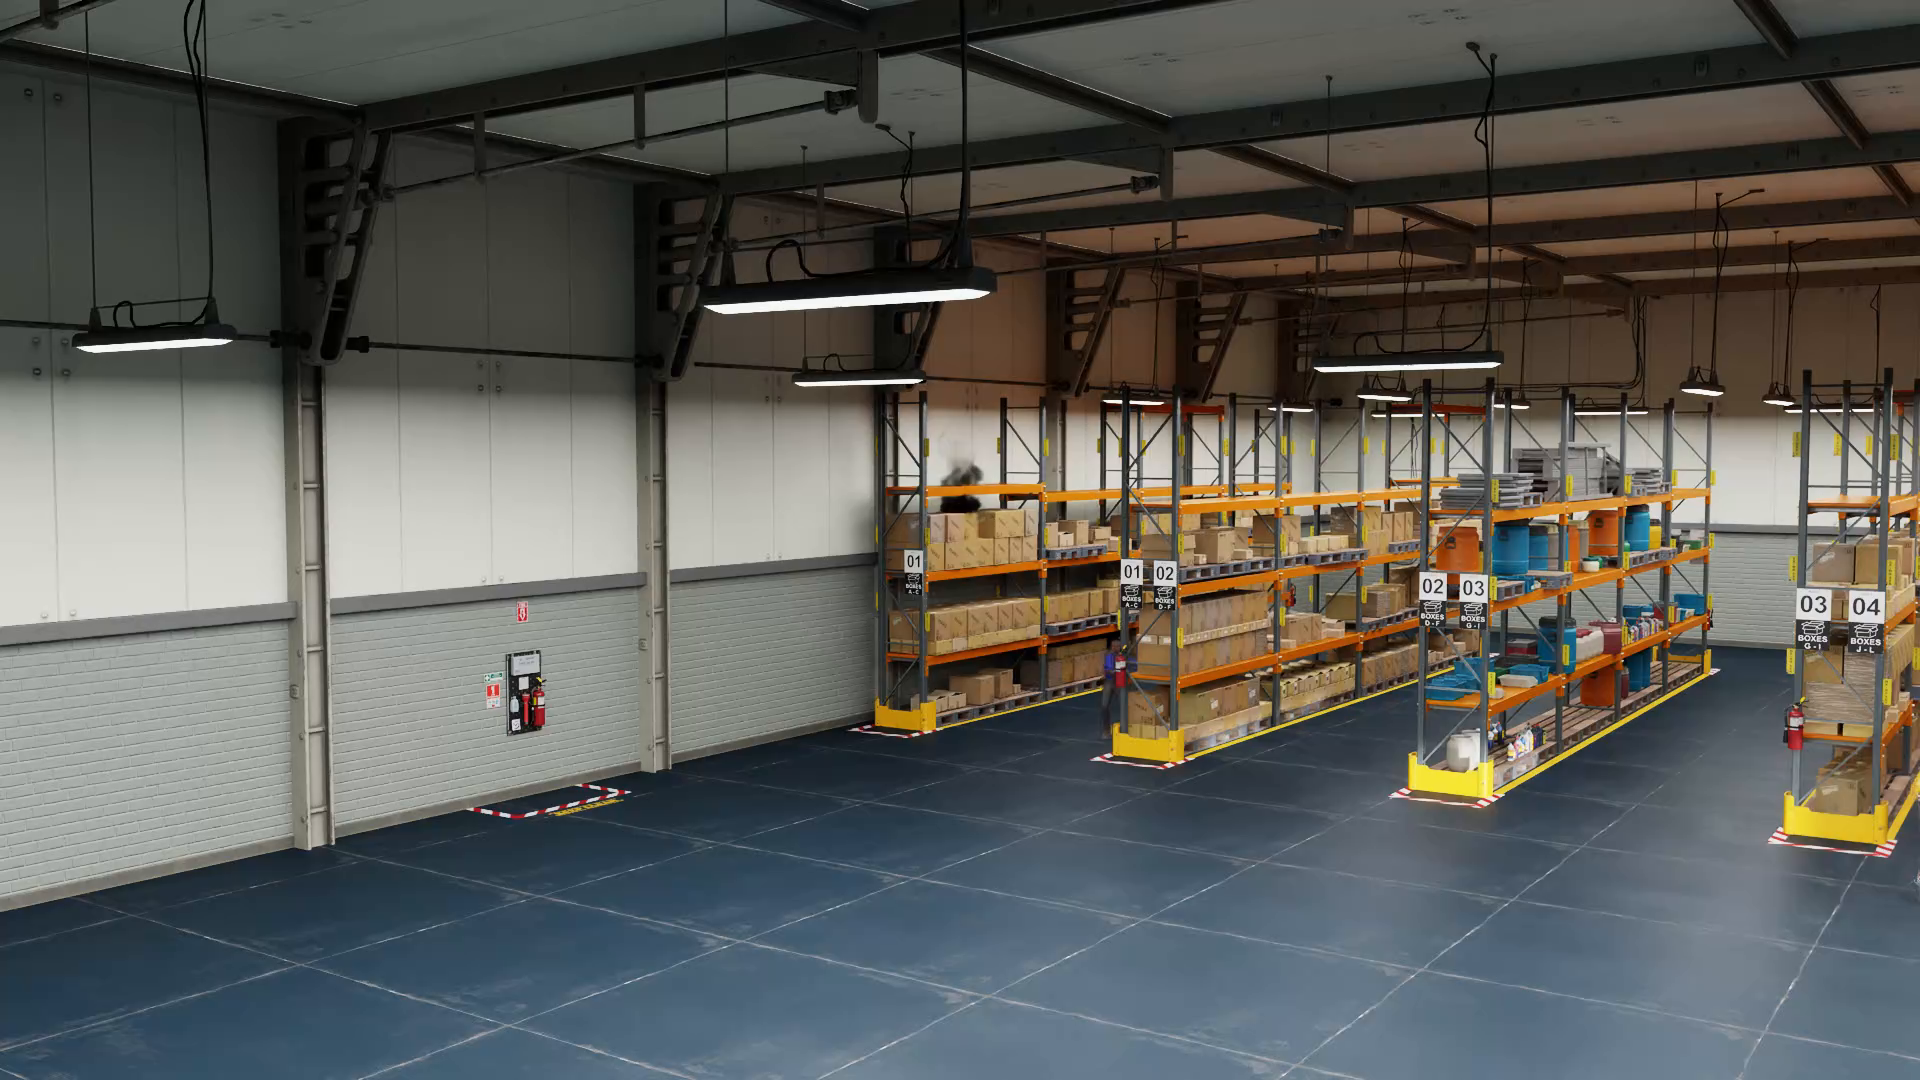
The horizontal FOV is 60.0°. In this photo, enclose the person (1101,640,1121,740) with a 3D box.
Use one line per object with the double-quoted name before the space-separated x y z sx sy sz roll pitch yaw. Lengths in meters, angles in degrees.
"person" 2.671 2.583 28.721 0.546 1.719 0.755 2 4 26
